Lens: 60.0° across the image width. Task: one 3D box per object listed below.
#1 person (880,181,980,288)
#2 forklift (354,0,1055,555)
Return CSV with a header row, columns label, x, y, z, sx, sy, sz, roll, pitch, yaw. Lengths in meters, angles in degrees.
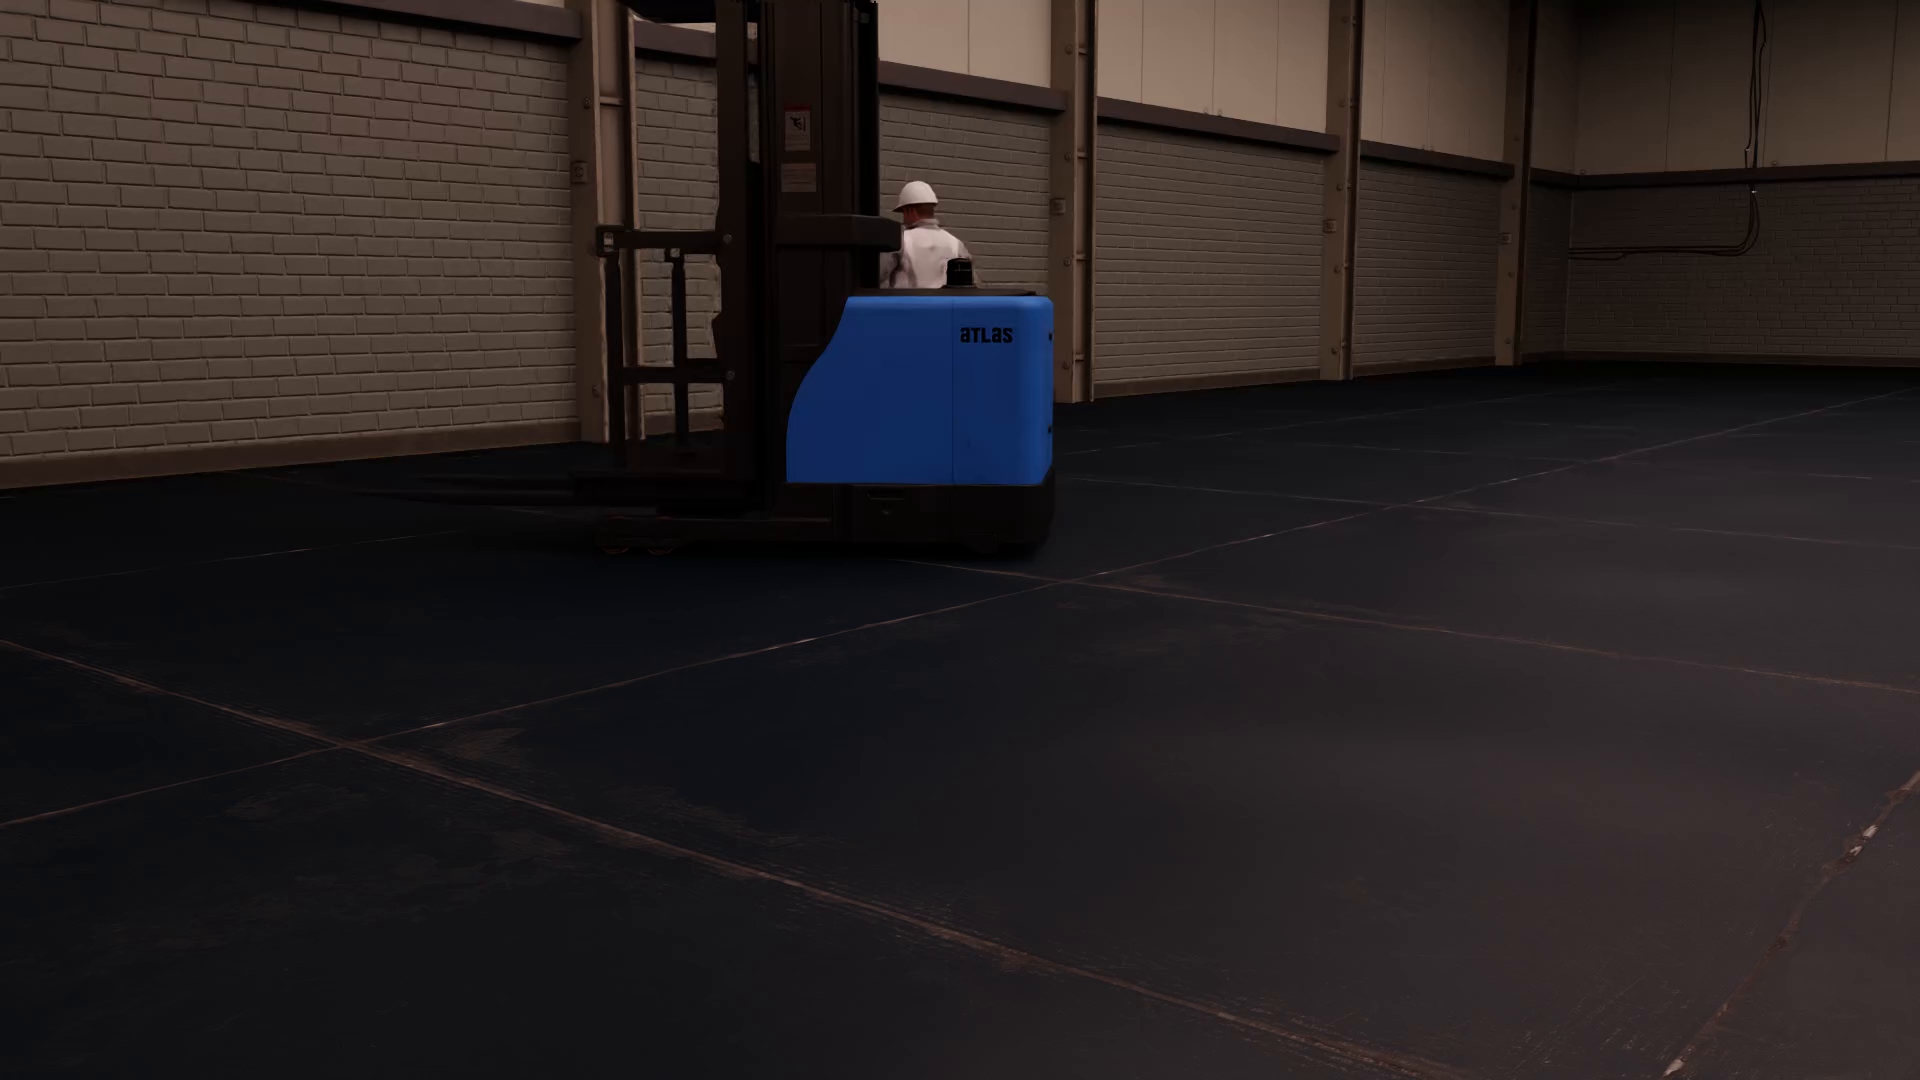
label,x,y,z,sx,sy,sz,roll,pitch,yaw
person,-0.273,-1.242,9.977,0.843,1.780,0.497,-3,9,-17
forklift,-1.113,-1.460,7.260,3.031,2.935,1.130,1,8,6
